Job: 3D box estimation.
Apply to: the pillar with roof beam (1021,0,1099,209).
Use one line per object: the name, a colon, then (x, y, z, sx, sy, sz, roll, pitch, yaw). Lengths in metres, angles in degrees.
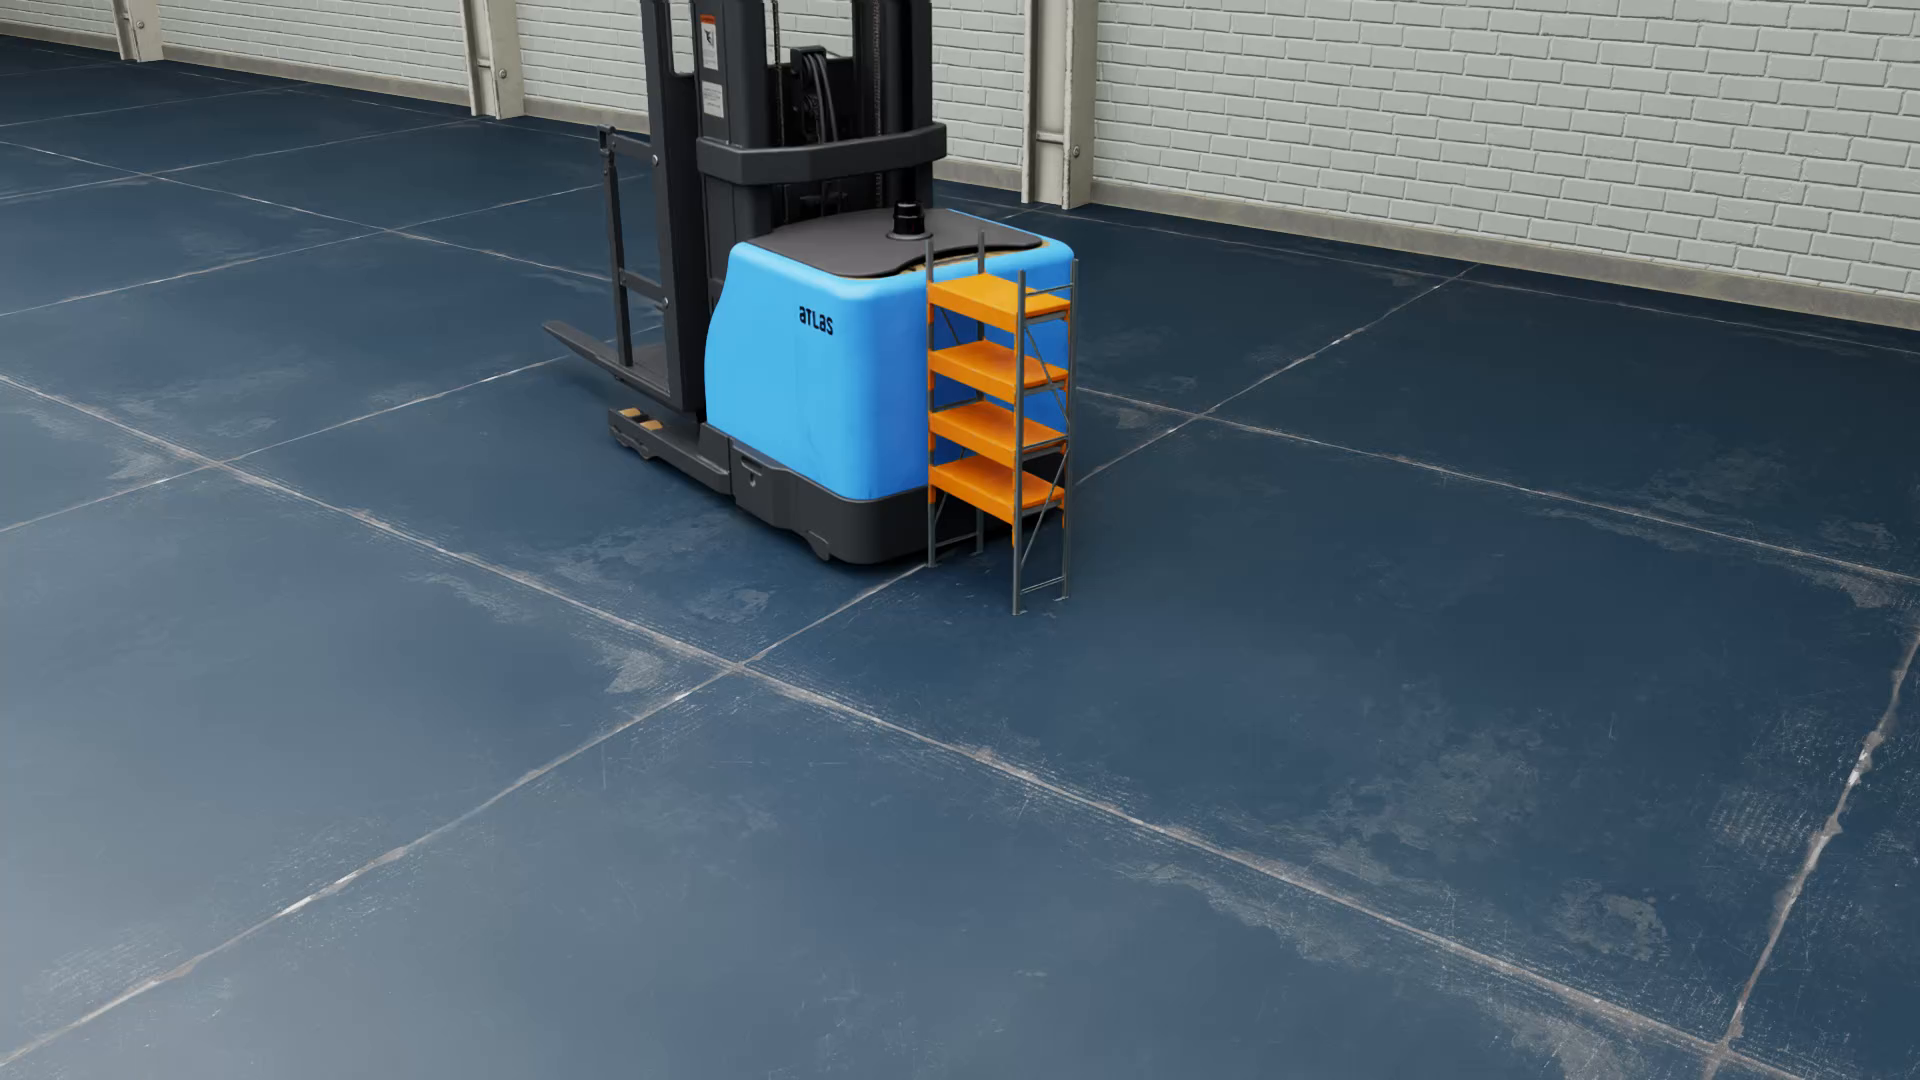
pillar with roof beam: (-1.907, -5.089, 6.639, 0.400, 9.000, 9.100, 17, 29, 33)

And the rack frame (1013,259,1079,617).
rack frame: (0.280, -0.318, 5.482, 0.240, 1.200, 0.015, -17, 29, -34)

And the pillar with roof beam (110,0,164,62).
pillar with roof beam: (-11.510, -7.990, 13.225, 0.400, 9.000, 9.100, 17, 29, 33)

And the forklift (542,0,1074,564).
forklift: (-0.857, -1.786, 6.669, 1.130, 2.935, 3.031, -17, 29, -34)

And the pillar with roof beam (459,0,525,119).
pillar with roof beam: (-6.708, -6.540, 9.932, 0.400, 9.000, 9.100, 17, 29, 33)

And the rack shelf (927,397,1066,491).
rack shelf: (0.133, -0.334, 5.688, 0.258, 0.148, 0.480, -17, 29, -34)

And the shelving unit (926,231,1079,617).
shelving unit: (0.133, -0.396, 5.661, 0.258, 1.200, 0.503, -17, 29, -34)

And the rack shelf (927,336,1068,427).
rack shelf: (0.133, -0.539, 5.597, 0.258, 0.148, 0.480, -17, 29, -34)

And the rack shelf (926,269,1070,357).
rack shelf: (0.133, -0.756, 5.502, 0.258, 0.148, 0.480, -17, 29, -34)

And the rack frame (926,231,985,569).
rack frame: (-0.014, -0.474, 5.839, 0.240, 1.200, 0.015, -17, 29, -34)

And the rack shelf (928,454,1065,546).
rack shelf: (0.133, -0.153, 5.768, 0.258, 0.148, 0.480, -17, 29, -34)
